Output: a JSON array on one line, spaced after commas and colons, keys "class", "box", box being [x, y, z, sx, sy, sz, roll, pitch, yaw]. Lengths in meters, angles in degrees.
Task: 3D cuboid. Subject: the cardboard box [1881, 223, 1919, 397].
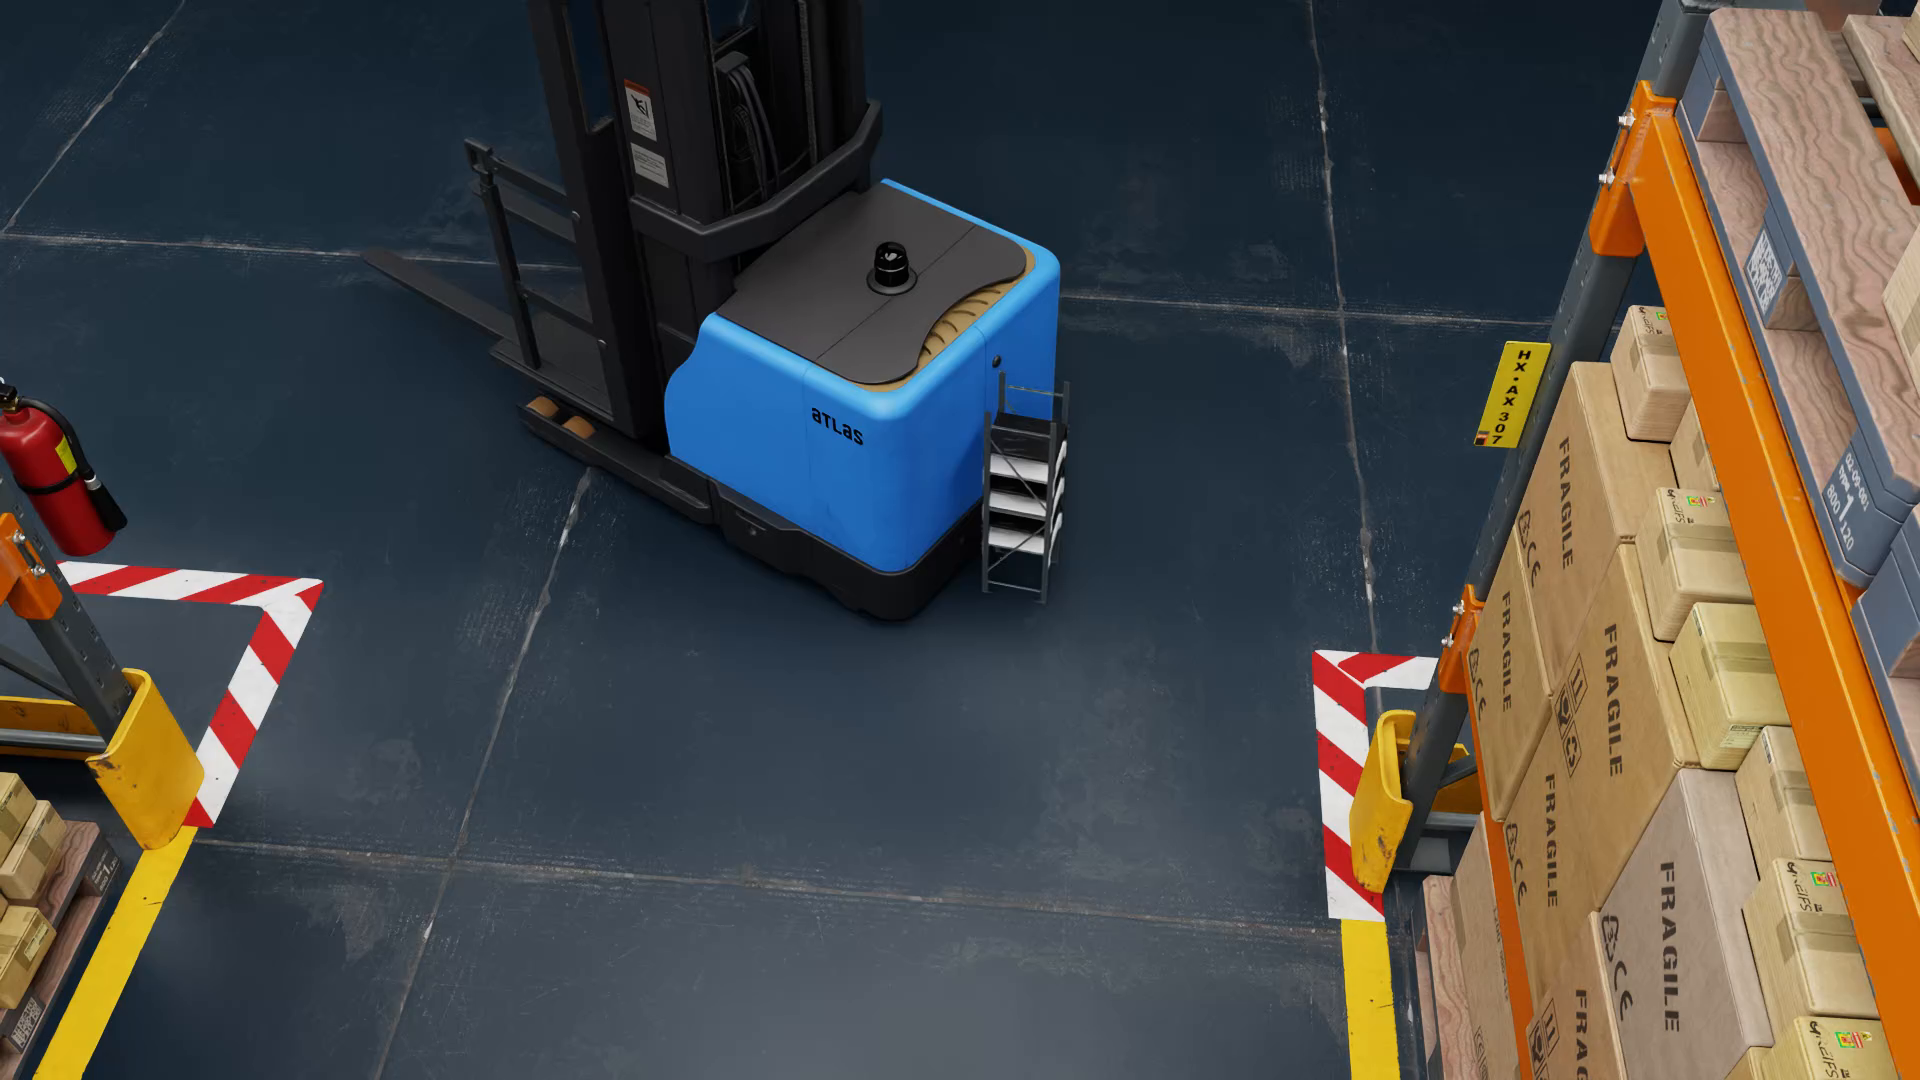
[{"class": "cardboard box", "box": [1.512, -0.294, 2.272, 0.380, 0.149, 0.250, 5, 48, 5]}]

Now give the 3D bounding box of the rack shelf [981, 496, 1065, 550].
[{"class": "rack shelf", "box": [0.222, -0.083, 5.883, 0.258, 0.077, 0.200, 11, 48, 10]}]

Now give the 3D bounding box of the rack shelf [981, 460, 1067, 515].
[{"class": "rack shelf", "box": [0.222, -0.204, 5.750, 0.258, 0.077, 0.200, 11, 48, 10]}]

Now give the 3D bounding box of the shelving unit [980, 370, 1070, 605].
[{"class": "shelving unit", "box": [0.222, -0.166, 5.792, 0.258, 0.900, 0.210, 11, 48, 10]}]

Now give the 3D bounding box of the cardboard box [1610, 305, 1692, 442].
[{"class": "cardboard box", "box": [1.532, -0.323, 3.328, 0.380, 0.149, 0.250, 5, 48, 4]}]

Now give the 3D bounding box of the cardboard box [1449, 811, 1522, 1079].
[{"class": "cardboard box", "box": [1.880, 1.239, 4.536, 0.875, 0.438, 0.875, 2, 48, 2]}]

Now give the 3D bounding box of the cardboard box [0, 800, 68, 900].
[{"class": "cardboard box", "box": [-2.862, 0.893, 4.846, 0.380, 0.149, 0.250, 3, 48, 2]}]

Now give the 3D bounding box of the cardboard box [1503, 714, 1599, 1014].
[{"class": "cardboard box", "box": [1.492, 0.698, 3.511, 0.500, 0.500, 0.500, 3, 48, 3]}]

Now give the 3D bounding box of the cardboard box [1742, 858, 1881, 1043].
[{"class": "cardboard box", "box": [1.399, 0.629, 2.457, 0.380, 0.149, 0.250, 4, 48, 4]}]

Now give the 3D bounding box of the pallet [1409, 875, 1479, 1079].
[{"class": "pallet", "box": [1.845, 1.558, 4.682, 1.003, 0.211, 1.213, 4, 48, 4]}]

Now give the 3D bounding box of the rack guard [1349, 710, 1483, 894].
[{"class": "rack guard", "box": [1.842, 0.850, 5.133, 1.175, 0.500, 0.348, 4, 48, 4]}]

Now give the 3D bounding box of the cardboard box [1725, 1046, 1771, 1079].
[{"class": "cardboard box", "box": [1.389, 1.112, 2.454, 0.500, 0.500, 0.500, 4, 48, 4]}]

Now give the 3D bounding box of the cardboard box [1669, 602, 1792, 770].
[{"class": "cardboard box", "box": [1.435, 0.252, 2.802, 0.380, 0.149, 0.250, 2, 48, 2]}]

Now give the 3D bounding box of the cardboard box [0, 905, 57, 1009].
[{"class": "cardboard box", "box": [-2.861, 1.183, 4.783, 0.380, 0.149, 0.250, 5, 48, 5]}]

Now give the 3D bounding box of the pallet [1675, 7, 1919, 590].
[{"class": "pallet", "box": [1.783, -0.412, 2.621, 1.003, 0.211, 1.213, 4, 48, 4]}]

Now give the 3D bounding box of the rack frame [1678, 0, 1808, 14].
[{"class": "rack frame", "box": [1.840, -2.000, 1.981, 1.000, 3.000, 0.127, 4, 48, 4]}]

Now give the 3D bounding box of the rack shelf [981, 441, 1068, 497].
[{"class": "rack shelf", "box": [0.222, -0.265, 5.684, 0.258, 0.077, 0.200, 11, 48, 10]}]

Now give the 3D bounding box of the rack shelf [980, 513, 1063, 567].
[{"class": "rack shelf", "box": [0.222, -0.022, 5.949, 0.258, 0.077, 0.200, 11, 48, 10]}]

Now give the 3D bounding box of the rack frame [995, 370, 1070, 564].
[{"class": "rack frame", "box": [0.247, -0.239, 5.858, 0.240, 0.900, 0.006, 11, 48, 10]}]

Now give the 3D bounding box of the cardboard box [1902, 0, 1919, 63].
[{"class": "cardboard box", "box": [1.889, -0.776, 2.643, 0.500, 0.250, 0.500, 0, 48, 0]}]

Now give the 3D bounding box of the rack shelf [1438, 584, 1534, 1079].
[{"class": "rack shelf", "box": [1.658, 1.737, 3.116, 1.077, 0.370, 4.000, 4, 48, 4]}]

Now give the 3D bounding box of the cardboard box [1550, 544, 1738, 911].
[{"class": "cardboard box", "box": [1.473, 0.367, 3.136, 0.500, 0.500, 0.500, 3, 48, 2]}]

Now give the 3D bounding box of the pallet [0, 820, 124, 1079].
[{"class": "pallet", "box": [-3.215, 1.357, 4.865, 1.003, 0.211, 1.213, 4, 48, 4]}]

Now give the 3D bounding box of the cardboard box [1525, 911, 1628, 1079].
[{"class": "cardboard box", "box": [1.428, 1.070, 3.171, 0.500, 0.500, 0.500, 4, 48, 3]}]

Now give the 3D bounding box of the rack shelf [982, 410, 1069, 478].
[{"class": "rack shelf", "box": [0.222, -0.326, 5.617, 0.258, 0.077, 0.200, 11, 48, 10]}]

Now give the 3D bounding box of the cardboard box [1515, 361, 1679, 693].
[{"class": "cardboard box", "box": [1.513, -0.013, 3.484, 0.500, 0.500, 0.500, 3, 48, 3]}]

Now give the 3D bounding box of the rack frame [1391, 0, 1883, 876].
[{"class": "rack frame", "box": [1.840, 0.024, 4.195, 1.000, 3.000, 0.127, 4, 48, 4]}]

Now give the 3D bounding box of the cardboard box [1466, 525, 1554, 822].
[{"class": "cardboard box", "box": [1.511, 0.324, 3.853, 0.500, 0.500, 0.500, 4, 48, 3]}]

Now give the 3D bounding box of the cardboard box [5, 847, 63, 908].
[{"class": "cardboard box", "box": [-2.939, 0.987, 4.962, 0.380, 0.149, 0.250, 5, 48, 4]}]

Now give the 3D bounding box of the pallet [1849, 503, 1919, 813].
[{"class": "pallet", "box": [1.674, 0.487, 1.799, 1.003, 0.211, 1.213, 4, 48, 4]}]

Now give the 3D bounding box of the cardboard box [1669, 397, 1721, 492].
[{"class": "cardboard box", "box": [1.579, -0.126, 3.148, 0.380, 0.149, 0.250, 5, 48, 4]}]

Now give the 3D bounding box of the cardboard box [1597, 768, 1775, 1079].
[{"class": "cardboard box", "box": [1.434, 0.746, 2.790, 0.500, 0.500, 0.500, 4, 48, 3]}]

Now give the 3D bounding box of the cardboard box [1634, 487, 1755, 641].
[{"class": "cardboard box", "box": [1.441, 0.057, 2.980, 0.380, 0.149, 0.250, 5, 48, 5]}]

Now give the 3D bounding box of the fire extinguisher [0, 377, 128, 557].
[{"class": "fire extinguisher", "box": [-2.616, -0.236, 4.738, 0.296, 0.674, 0.183, 4, 48, 4]}]

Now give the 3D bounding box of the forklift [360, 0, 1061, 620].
[{"class": "forklift", "box": [-1.129, -1.596, 5.724, 3.031, 2.935, 1.130, 28, 54, 23]}]

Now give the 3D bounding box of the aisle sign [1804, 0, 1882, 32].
[{"class": "aisle sign", "box": [1.558, -0.925, 3.302, 0.394, 0.787, 0.004, 4, 48, 4]}]

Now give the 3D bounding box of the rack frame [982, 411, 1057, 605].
[{"class": "rack frame", "box": [0.197, -0.093, 5.725, 0.240, 0.900, 0.006, 11, 48, 10]}]

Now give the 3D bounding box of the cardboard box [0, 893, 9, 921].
[{"class": "cardboard box", "box": [-2.940, 1.081, 4.674, 0.380, 0.149, 0.250, 3, 48, 3]}]

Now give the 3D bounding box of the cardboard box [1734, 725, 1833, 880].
[{"class": "cardboard box", "box": [1.464, 0.448, 2.622, 0.380, 0.149, 0.250, 4, 48, 4]}]

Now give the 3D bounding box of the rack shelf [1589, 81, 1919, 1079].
[{"class": "rack shelf", "box": [1.658, 0.725, 2.009, 1.077, 0.370, 4.000, 4, 48, 4]}]

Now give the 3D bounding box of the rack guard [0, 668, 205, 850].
[{"class": "rack guard", "box": [-3.105, 0.665, 5.303, 1.175, 0.500, 0.348, 4, 48, 4]}]

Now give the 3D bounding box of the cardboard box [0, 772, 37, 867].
[{"class": "cardboard box", "box": [-2.894, 0.792, 4.737, 0.380, 0.149, 0.250, 4, 48, 4]}]

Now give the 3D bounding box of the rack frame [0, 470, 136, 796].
[{"class": "rack frame", "box": [-3.098, -0.234, 4.431, 1.000, 3.000, 0.127, 4, 48, 4]}]

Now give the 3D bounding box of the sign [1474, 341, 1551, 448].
[{"class": "sign", "box": [1.288, -0.336, 3.884, 0.100, 0.325, 0.005, 4, 48, 4]}]

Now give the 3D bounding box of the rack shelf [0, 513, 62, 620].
[{"class": "rack shelf", "box": [-3.281, 1.478, 3.353, 1.077, 0.370, 4.000, 4, 48, 4]}]

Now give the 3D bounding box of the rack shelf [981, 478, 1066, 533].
[{"class": "rack shelf", "box": [0.222, -0.143, 5.817, 0.258, 0.077, 0.200, 11, 48, 10]}]

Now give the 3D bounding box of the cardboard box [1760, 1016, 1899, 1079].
[{"class": "cardboard box", "box": [1.349, 0.813, 2.288, 0.380, 0.149, 0.250, 3, 48, 3]}]
